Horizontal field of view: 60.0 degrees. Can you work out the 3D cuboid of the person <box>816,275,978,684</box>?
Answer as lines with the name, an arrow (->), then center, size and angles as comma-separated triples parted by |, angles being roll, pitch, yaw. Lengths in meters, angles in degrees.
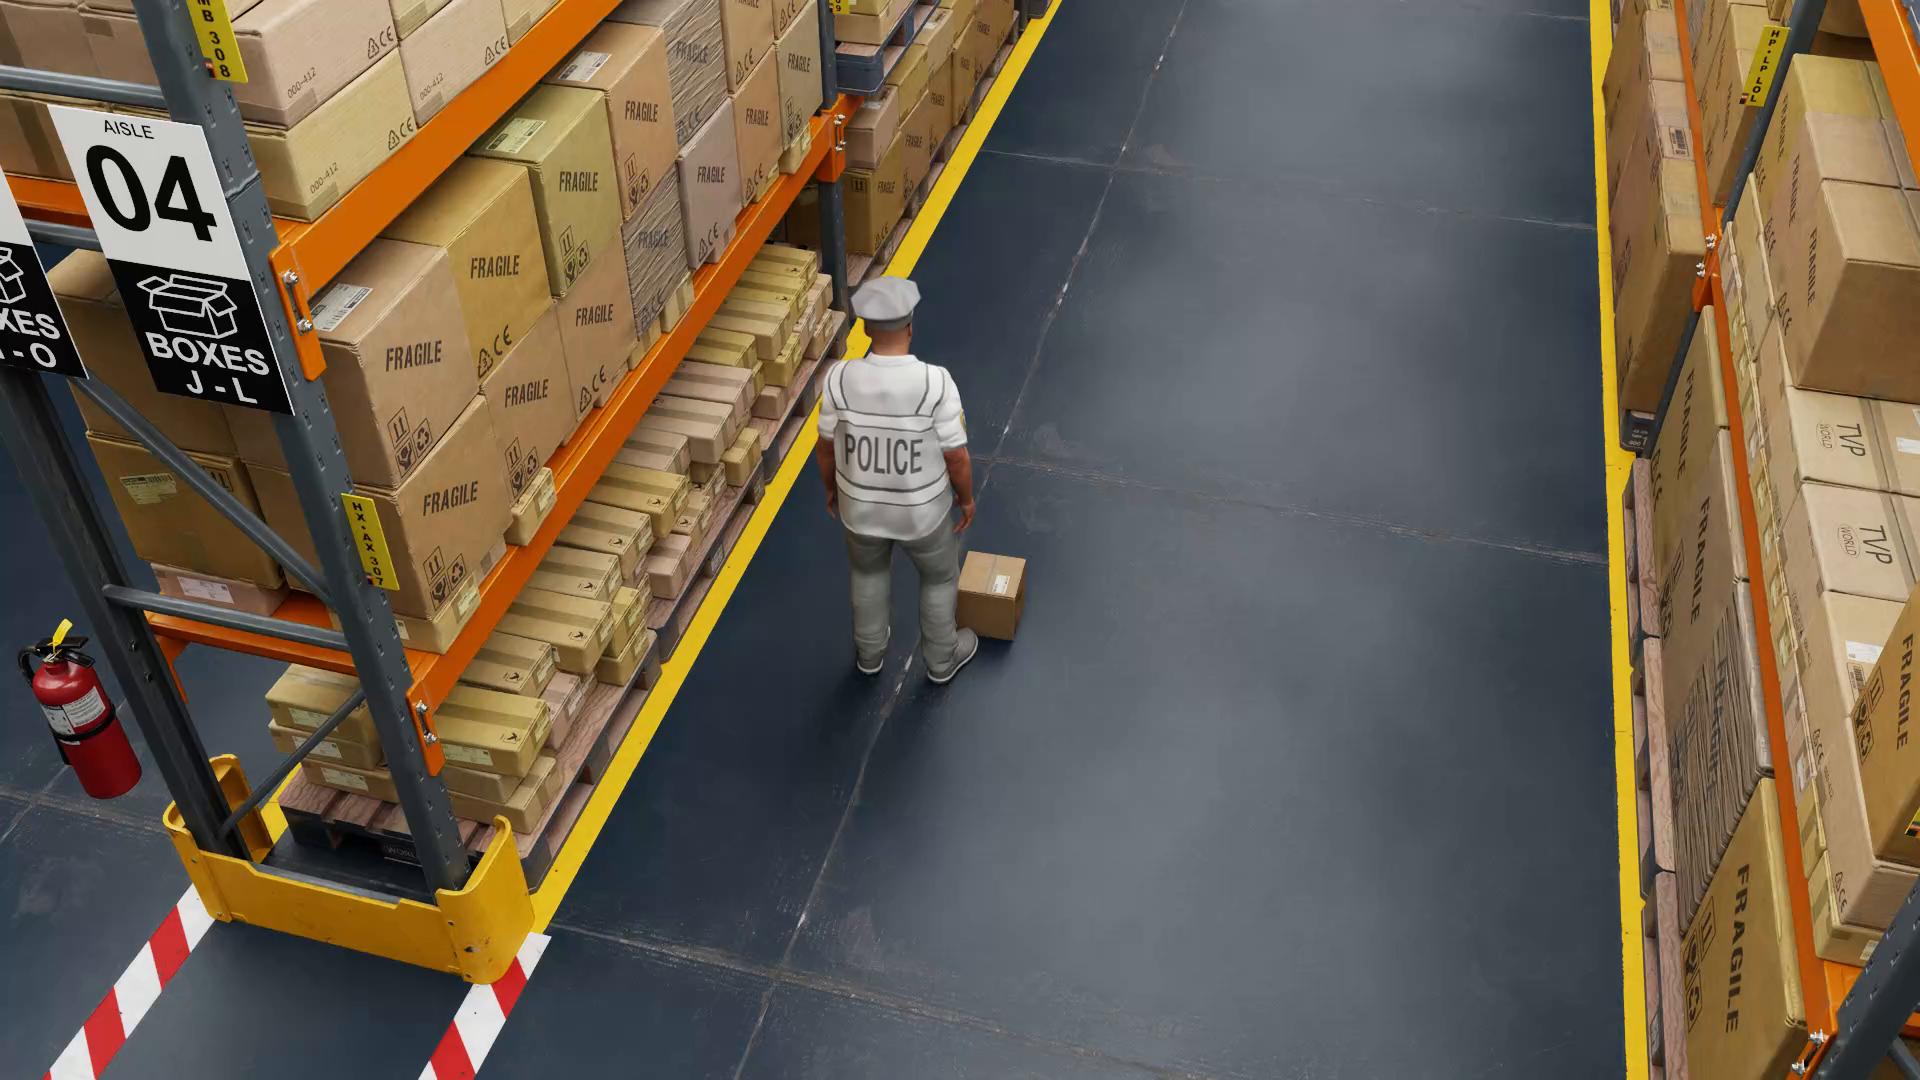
person -> -0.242, -0.153, 6.331 | 0.590, 1.746, 0.439 | 7, 41, 8
